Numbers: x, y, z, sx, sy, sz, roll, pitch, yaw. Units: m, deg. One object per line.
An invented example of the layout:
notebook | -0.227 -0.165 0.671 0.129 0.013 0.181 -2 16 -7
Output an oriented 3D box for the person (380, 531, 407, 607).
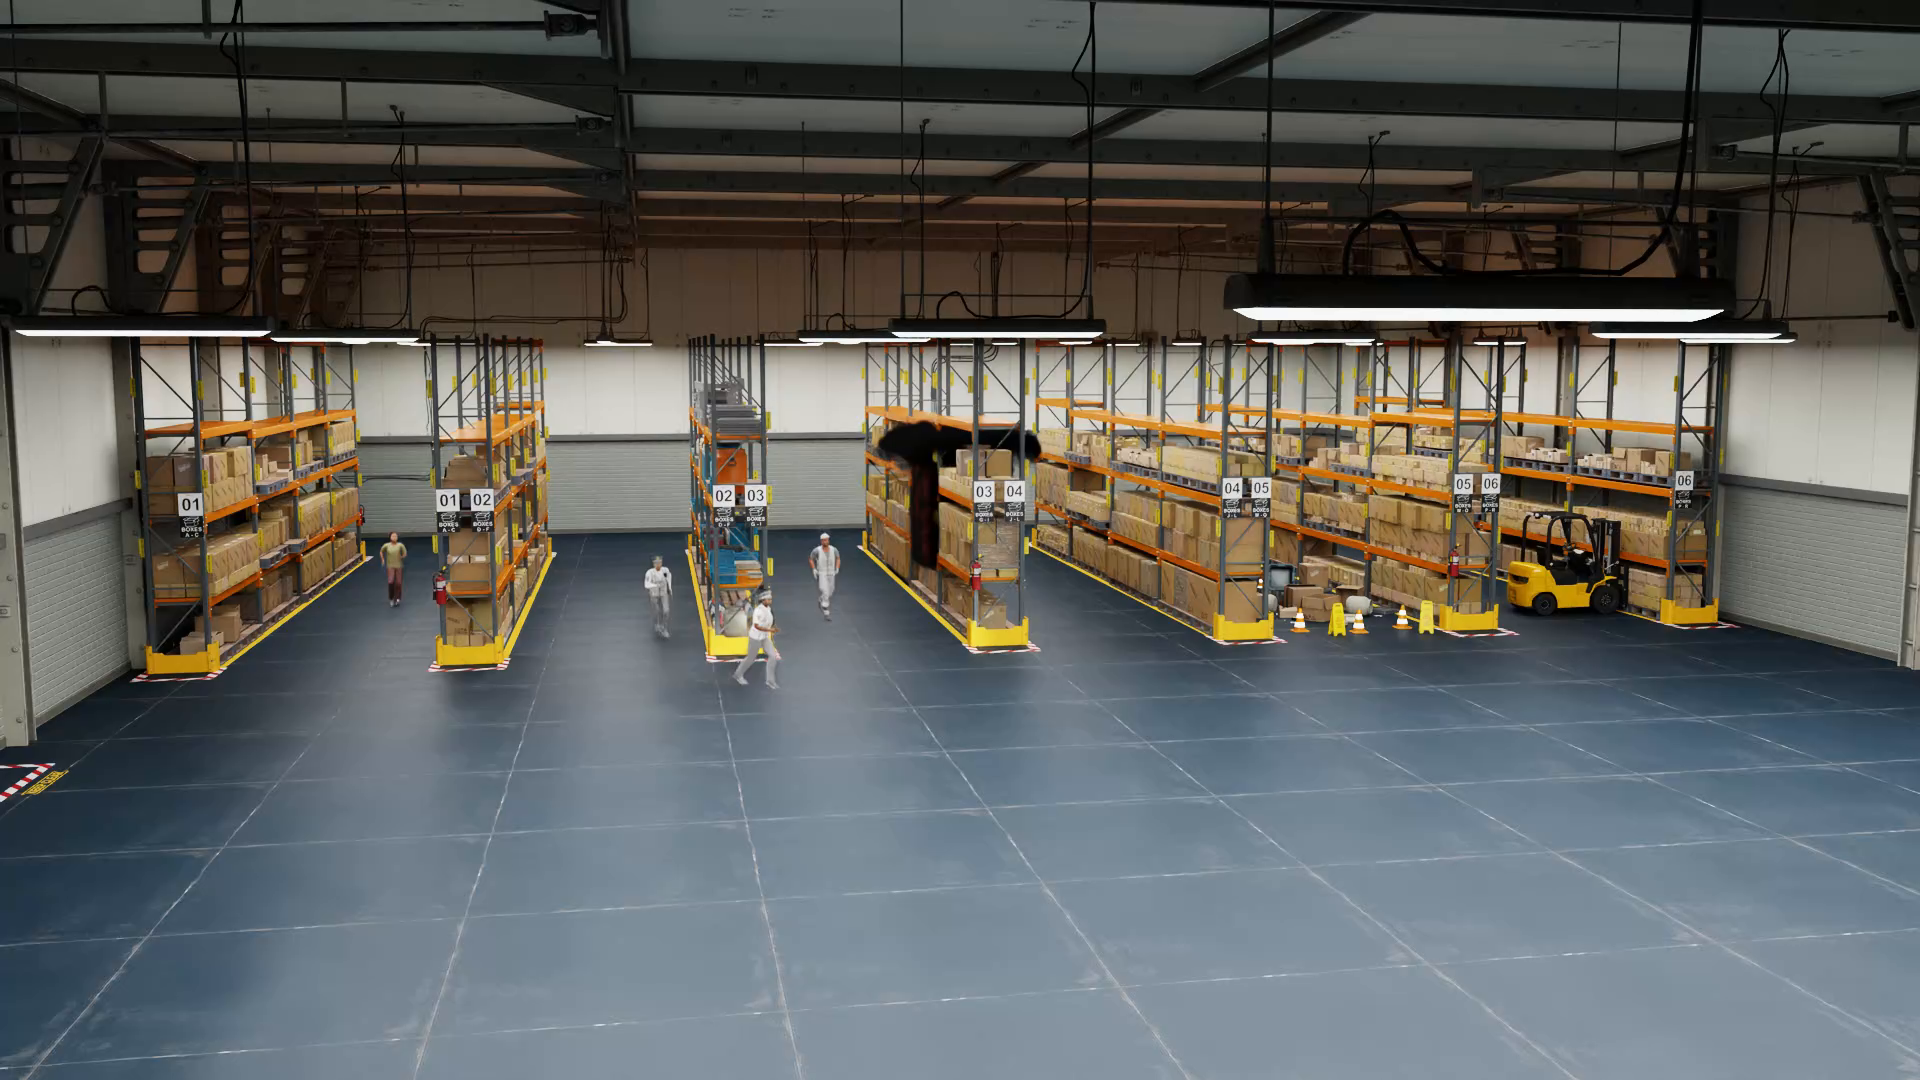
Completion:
person | -12.629 0.645 37.120 0.570 1.689 0.688 -2 7 -20

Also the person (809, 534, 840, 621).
person | -2.819 0.744 34.663 0.659 1.803 0.823 -2 7 -20

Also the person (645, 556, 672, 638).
person | -6.005 1.107 33.120 0.528 1.638 0.937 -1 7 -12

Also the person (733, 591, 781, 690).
person | -3.441 1.692 28.141 0.897 1.719 0.592 3 7 23
